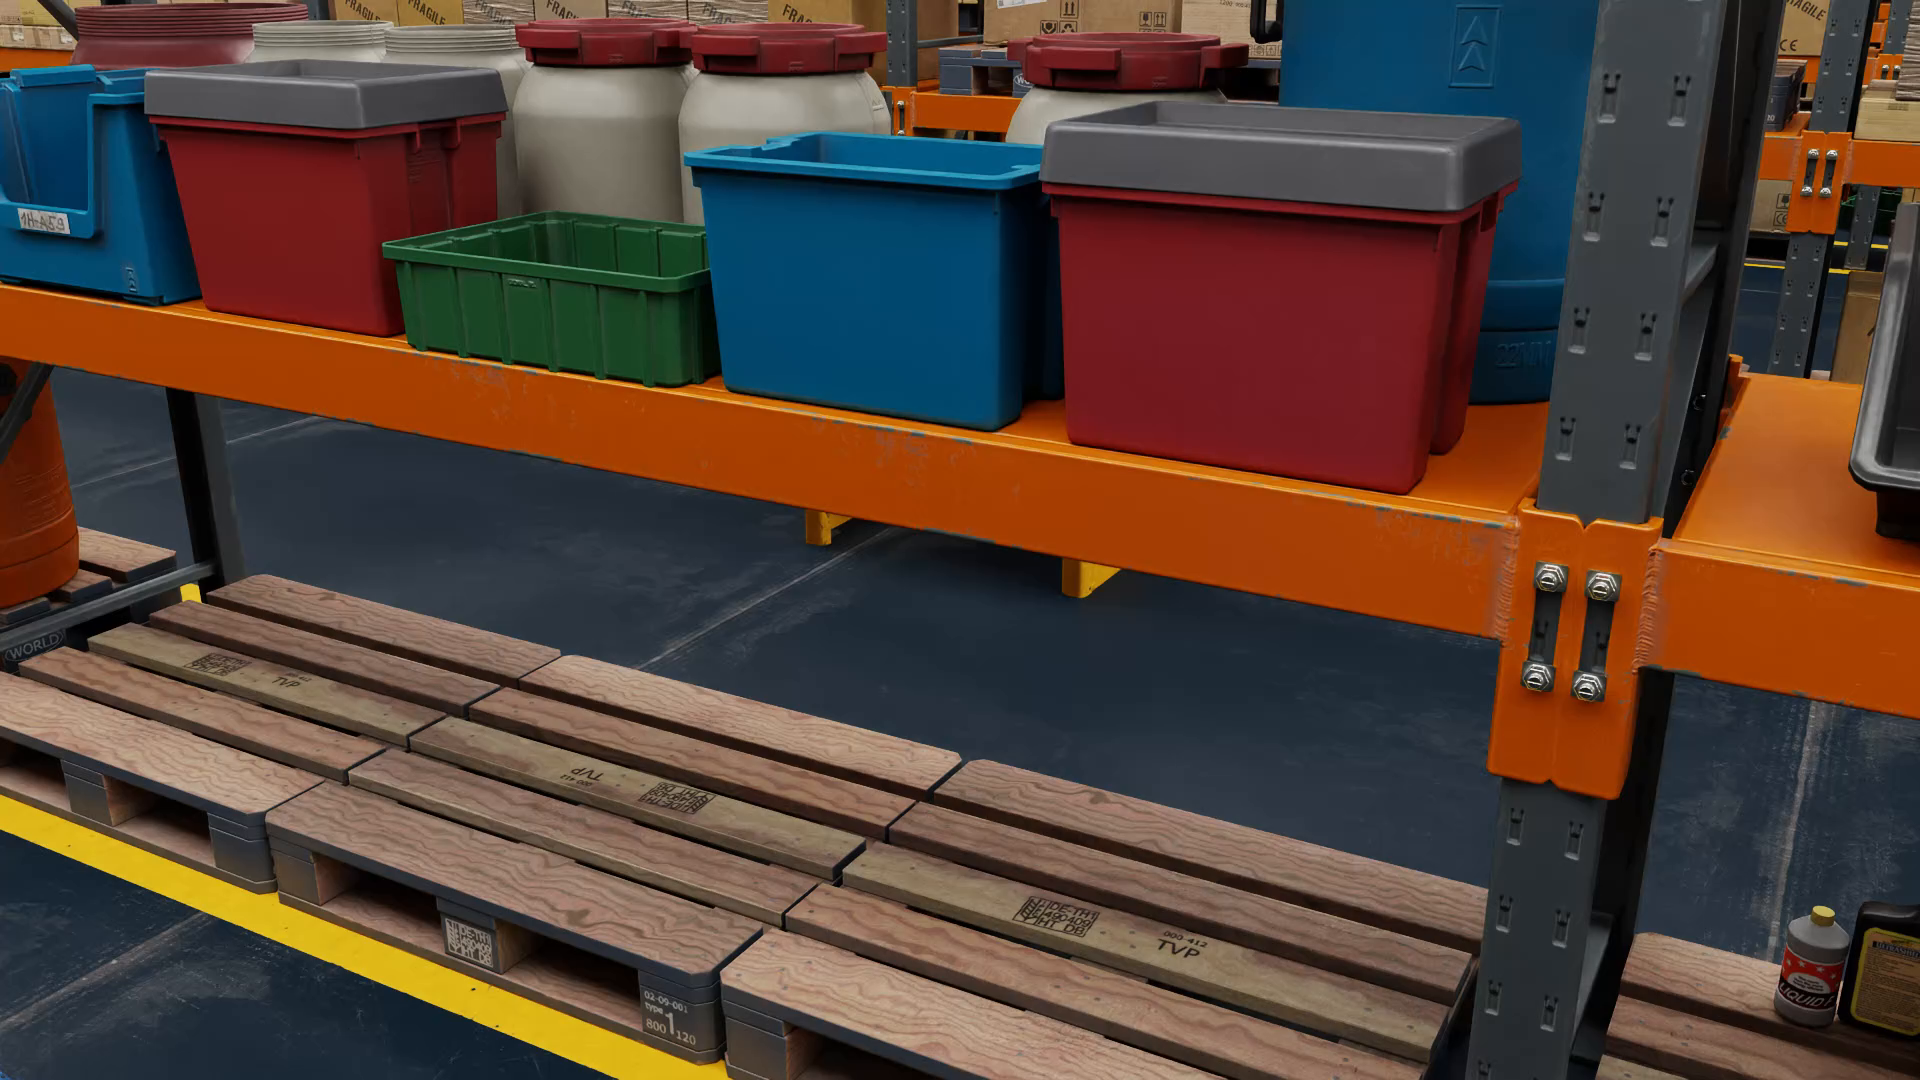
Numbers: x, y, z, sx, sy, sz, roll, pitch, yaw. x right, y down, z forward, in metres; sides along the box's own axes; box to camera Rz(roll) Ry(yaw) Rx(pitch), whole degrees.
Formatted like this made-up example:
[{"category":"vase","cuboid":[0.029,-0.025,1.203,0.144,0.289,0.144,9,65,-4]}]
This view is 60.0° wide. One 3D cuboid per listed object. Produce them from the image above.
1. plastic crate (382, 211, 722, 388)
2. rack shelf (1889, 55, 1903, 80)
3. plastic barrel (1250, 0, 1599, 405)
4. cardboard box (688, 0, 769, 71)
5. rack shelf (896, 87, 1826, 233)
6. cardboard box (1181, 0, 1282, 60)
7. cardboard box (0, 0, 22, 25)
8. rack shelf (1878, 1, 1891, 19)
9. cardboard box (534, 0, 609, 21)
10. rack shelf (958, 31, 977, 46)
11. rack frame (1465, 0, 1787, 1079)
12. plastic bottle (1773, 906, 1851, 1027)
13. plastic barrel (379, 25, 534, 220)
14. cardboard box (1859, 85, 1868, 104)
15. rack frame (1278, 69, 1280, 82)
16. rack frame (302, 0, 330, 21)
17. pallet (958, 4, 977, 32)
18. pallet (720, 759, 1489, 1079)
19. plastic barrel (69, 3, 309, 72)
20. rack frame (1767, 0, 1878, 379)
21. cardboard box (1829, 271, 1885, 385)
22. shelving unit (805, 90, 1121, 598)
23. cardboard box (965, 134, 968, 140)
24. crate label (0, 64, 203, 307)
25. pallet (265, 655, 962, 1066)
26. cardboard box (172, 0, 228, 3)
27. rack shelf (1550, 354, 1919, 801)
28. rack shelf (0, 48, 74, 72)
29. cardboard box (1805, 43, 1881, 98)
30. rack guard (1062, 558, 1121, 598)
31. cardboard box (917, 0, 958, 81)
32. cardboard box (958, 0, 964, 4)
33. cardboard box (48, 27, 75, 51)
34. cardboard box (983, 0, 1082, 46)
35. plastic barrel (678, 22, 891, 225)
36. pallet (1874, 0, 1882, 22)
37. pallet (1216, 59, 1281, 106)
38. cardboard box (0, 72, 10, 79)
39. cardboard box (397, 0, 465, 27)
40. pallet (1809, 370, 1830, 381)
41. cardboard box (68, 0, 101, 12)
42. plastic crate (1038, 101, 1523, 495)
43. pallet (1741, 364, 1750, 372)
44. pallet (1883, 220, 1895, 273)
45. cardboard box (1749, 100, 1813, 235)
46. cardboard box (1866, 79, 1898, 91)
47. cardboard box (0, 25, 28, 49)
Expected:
[{"category":"plastic crate","cuboid":[-0.638,-0.448,3.011,0.662,0.188,0.450,11,23,27]},{"category":"rack shelf","cuboid":[7.689,-2.605,9.703,4.000,0.370,1.077,11,23,27]},{"category":"plastic barrel","cuboid":[0.830,-0.732,2.749,0.708,0.901,0.600,11,23,27]},{"category":"cardboard box","cuboid":[-1.041,-2.621,8.546,0.500,0.500,0.500,11,22,27]},{"category":"rack shelf","cuboid":[1.689,-1.811,7.513,4.000,0.370,1.077,11,23,27]},{"category":"cardboard box","cuboid":[1.294,-2.261,7.304,0.500,0.250,0.500,10,22,26]},{"category":"cardboard box","cuboid":[-6.296,-3.636,11.275,0.500,0.250,0.500,10,22,27]},{"category":"rack shelf","cuboid":[8.940,-6.239,19.721,4.000,0.370,1.077,11,23,27]},{"category":"cardboard box","cuboid":[-1.939,-2.792,9.016,0.500,0.500,0.500,11,23,28]},{"category":"rack shelf","cuboid":[0.704,-3.936,13.371,4.000,0.370,1.077,11,23,27]},{"category":"rack frame","cuboid":[1.020,-0.342,2.408,0.127,3.000,1.000,11,23,27]},{"category":"plastic bottle","cuboid":[1.489,0.735,2.900,0.097,0.201,0.097,0,20,0]},{"category":"plastic barrel","cuboid":[-1.102,-0.882,3.734,0.421,0.512,0.421,0,20,0]},{"category":"cardboard box","cuboid":[7.427,-3.412,13.429,0.500,0.500,0.500,11,23,27]},{"category":"rack frame","cuboid":[2.451,-3.941,12.331,0.127,3.000,1.000,11,23,27]},{"category":"rack frame","cuboid":[-3.549,-3.147,10.141,0.127,3.000,1.000,11,23,27]},{"category":"pallet","cuboid":[0.702,-4.168,13.238,1.213,0.211,1.003,11,23,27]},{"category":"pallet","cuboid":[0.315,0.850,3.212,1.213,0.211,1.003,11,23,27]},{"category":"plastic barrel","cuboid":[-1.919,-1.084,4.255,0.708,0.536,0.600,11,23,27]},{"category":"rack frame","cuboid":[3.435,-1.816,6.473,0.127,3.000,1.000,11,23,27]},{"category":"cardboard box","cuboid":[3.765,-0.760,6.612,0.500,0.500,0.500,10,22,26]},{"category":"shelving unit","cuboid":[0.067,-0.692,5.574,1.083,1.500,0.587,11,23,27]},{"category":"cardboard box","cuboid":[-0.063,-3.339,13.722,0.500,0.500,0.500,12,23,30]},{"category":"crate label","cuboid":[-1.737,-0.778,3.559,0.616,0.435,0.502,11,23,27]},{"category":"pallet","cuboid":[-0.754,0.648,3.770,1.213,0.211,1.003,11,23,27]},{"category":"cardboard box","cuboid":[-4.515,-3.297,10.338,0.500,0.250,0.500,12,23,29]},{"category":"rack shelf","cuboid":[2.766,0.329,1.614,4.000,0.370,1.077,11,23,27]},{"category":"rack shelf","cuboid":[-5.295,-3.141,11.180,4.000,0.370,1.077,11,23,27]},{"category":"cardboard box","cuboid":[10.225,-5.409,19.245,0.625,0.625,0.875,12,23,30]},{"category":"rack guard","cuboid":[0.501,-0.022,5.559,0.087,0.250,0.587,11,23,27]},{"category":"cardboard box","cuboid":[-0.348,-2.690,8.736,0.500,0.500,0.500,12,23,29]},{"category":"cardboard box","cuboid":[-0.020,-4.312,13.106,0.250,0.149,0.380,10,22,25]},{"category":"cardboard box","cuboid":[-5.768,-3.323,10.996,0.250,0.149,0.380,11,22,27]},{"category":"cardboard box","cuboid":[0.434,-2.648,8.004,0.500,0.500,0.500,8,21,21]},{"category":"plastic barrel","cuboid":[-0.349,-0.752,3.340,0.433,0.535,0.433,0,20,0]},{"category":"pallet","cuboid":[7.672,-4.847,15.109,1.213,0.211,1.003,11,23,27]},{"category":"pallet","cuboid":[1.692,-2.074,7.466,1.213,0.211,1.003,11,23,27]},{"category":"cardboard box","cuboid":[-6.443,-2.928,12.038,0.875,0.875,0.875,11,23,27]},{"category":"cardboard box","cuboid":[-2.830,-2.959,9.478,0.500,0.500,0.500,11,23,27]},{"category":"pallet","cuboid":[4.039,-0.404,6.670,1.213,0.211,1.003,11,23,27]},{"category":"cardboard box","cuboid":[-5.401,-3.467,10.807,0.500,0.250,0.500,10,22,26]},{"category":"plastic crate","cuboid":[0.448,-0.361,2.368,0.583,0.464,0.402,11,23,27]},{"category":"pallet","cuboid":[2.755,-0.634,7.304,1.213,0.211,1.003,11,23,27]},{"category":"pallet","cuboid":[6.568,-1.815,10.560,1.213,0.211,1.003,11,23,27]},{"category":"cardboard box","cuboid":[5.357,-2.492,11.020,0.750,0.750,1.050,11,23,27]},{"category":"cardboard box","cuboid":[3.767,-1.750,6.659,0.250,0.149,0.380,11,23,27]},{"category":"cardboard box","cuboid":[-6.215,-3.409,11.232,0.250,0.149,0.380,10,22,26]}]
